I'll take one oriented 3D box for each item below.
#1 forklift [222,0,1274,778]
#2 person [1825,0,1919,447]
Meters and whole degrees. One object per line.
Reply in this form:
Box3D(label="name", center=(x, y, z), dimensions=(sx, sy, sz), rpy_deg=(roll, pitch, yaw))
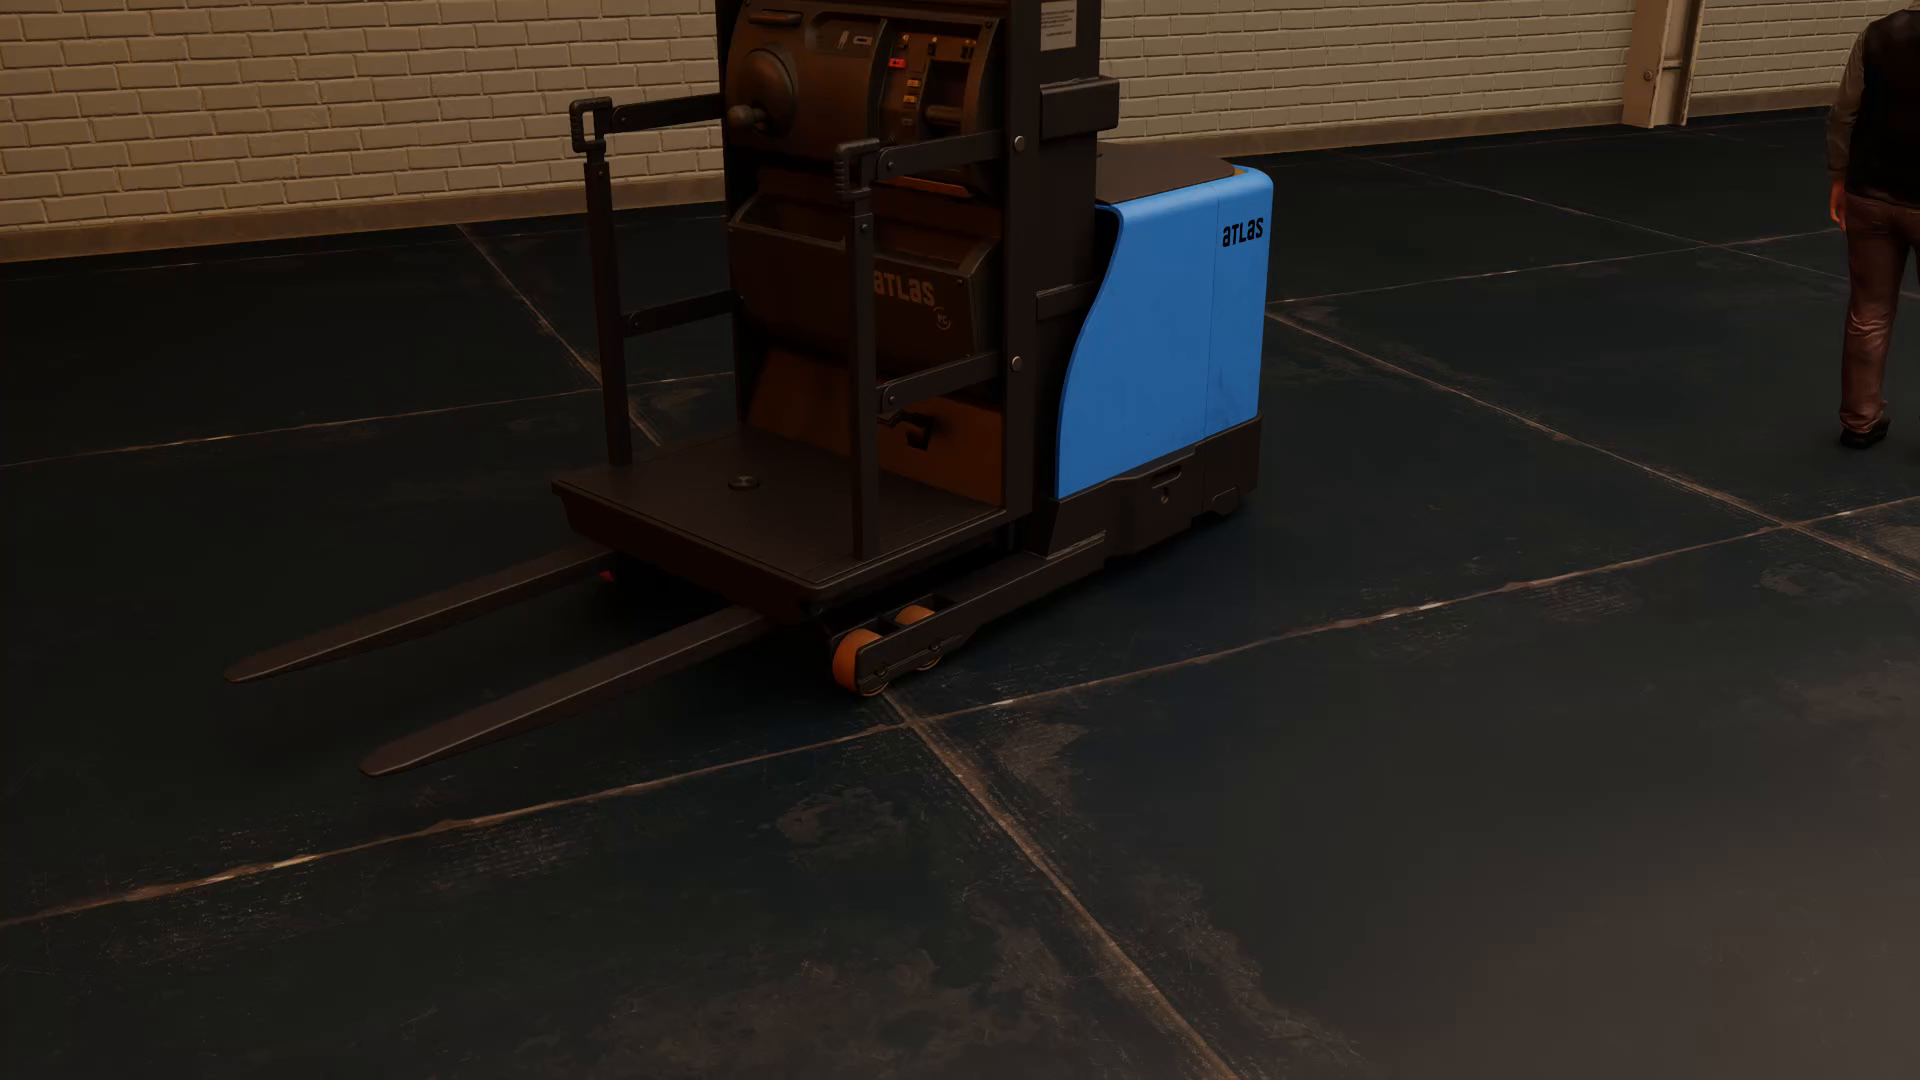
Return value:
Box3D(label="forklift", center=(-0.413, -1.182, 4.131), dimensions=(1.130, 2.935, 3.031), rpy_deg=(19, 29, 39))
Box3D(label="person", center=(3.258, -1.149, 5.610), dimensions=(0.569, 1.720, 0.632), rpy_deg=(-16, 28, -34))
